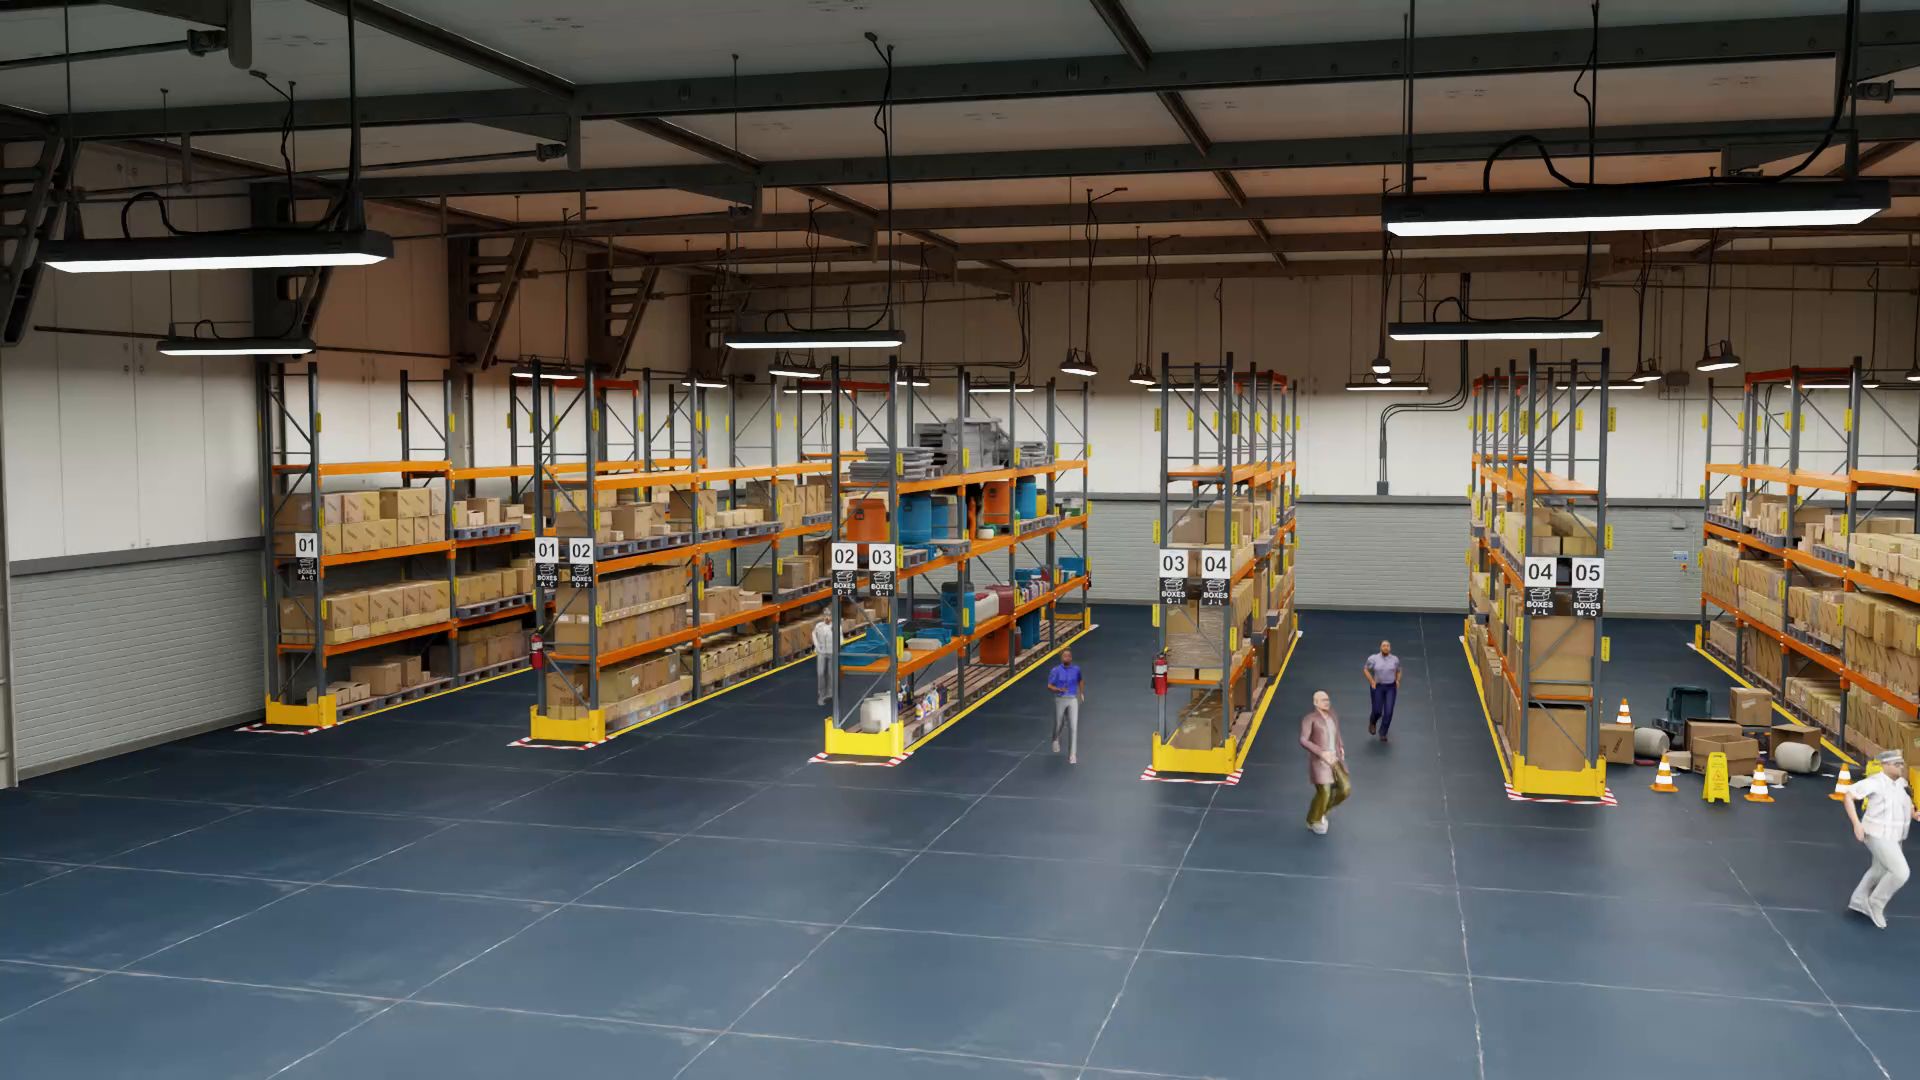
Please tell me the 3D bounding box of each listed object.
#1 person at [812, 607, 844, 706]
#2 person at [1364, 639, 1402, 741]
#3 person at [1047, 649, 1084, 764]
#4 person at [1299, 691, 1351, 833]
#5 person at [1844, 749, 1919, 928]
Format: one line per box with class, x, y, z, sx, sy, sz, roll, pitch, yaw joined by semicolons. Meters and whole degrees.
person;-2.366;2.068;29.748;0.598;1.745;0.785;0;4;1
person;6.673;2.361;26.190;0.585;1.600;0.541;0;4;2
person;1.576;2.424;24.643;0.589;1.634;0.945;0;4;-7
person;4.456;2.709;20.269;0.705;1.737;0.593;-2;5;-32
person;9.254;2.966;16.573;0.653;1.798;0.773;-2;5;-30
